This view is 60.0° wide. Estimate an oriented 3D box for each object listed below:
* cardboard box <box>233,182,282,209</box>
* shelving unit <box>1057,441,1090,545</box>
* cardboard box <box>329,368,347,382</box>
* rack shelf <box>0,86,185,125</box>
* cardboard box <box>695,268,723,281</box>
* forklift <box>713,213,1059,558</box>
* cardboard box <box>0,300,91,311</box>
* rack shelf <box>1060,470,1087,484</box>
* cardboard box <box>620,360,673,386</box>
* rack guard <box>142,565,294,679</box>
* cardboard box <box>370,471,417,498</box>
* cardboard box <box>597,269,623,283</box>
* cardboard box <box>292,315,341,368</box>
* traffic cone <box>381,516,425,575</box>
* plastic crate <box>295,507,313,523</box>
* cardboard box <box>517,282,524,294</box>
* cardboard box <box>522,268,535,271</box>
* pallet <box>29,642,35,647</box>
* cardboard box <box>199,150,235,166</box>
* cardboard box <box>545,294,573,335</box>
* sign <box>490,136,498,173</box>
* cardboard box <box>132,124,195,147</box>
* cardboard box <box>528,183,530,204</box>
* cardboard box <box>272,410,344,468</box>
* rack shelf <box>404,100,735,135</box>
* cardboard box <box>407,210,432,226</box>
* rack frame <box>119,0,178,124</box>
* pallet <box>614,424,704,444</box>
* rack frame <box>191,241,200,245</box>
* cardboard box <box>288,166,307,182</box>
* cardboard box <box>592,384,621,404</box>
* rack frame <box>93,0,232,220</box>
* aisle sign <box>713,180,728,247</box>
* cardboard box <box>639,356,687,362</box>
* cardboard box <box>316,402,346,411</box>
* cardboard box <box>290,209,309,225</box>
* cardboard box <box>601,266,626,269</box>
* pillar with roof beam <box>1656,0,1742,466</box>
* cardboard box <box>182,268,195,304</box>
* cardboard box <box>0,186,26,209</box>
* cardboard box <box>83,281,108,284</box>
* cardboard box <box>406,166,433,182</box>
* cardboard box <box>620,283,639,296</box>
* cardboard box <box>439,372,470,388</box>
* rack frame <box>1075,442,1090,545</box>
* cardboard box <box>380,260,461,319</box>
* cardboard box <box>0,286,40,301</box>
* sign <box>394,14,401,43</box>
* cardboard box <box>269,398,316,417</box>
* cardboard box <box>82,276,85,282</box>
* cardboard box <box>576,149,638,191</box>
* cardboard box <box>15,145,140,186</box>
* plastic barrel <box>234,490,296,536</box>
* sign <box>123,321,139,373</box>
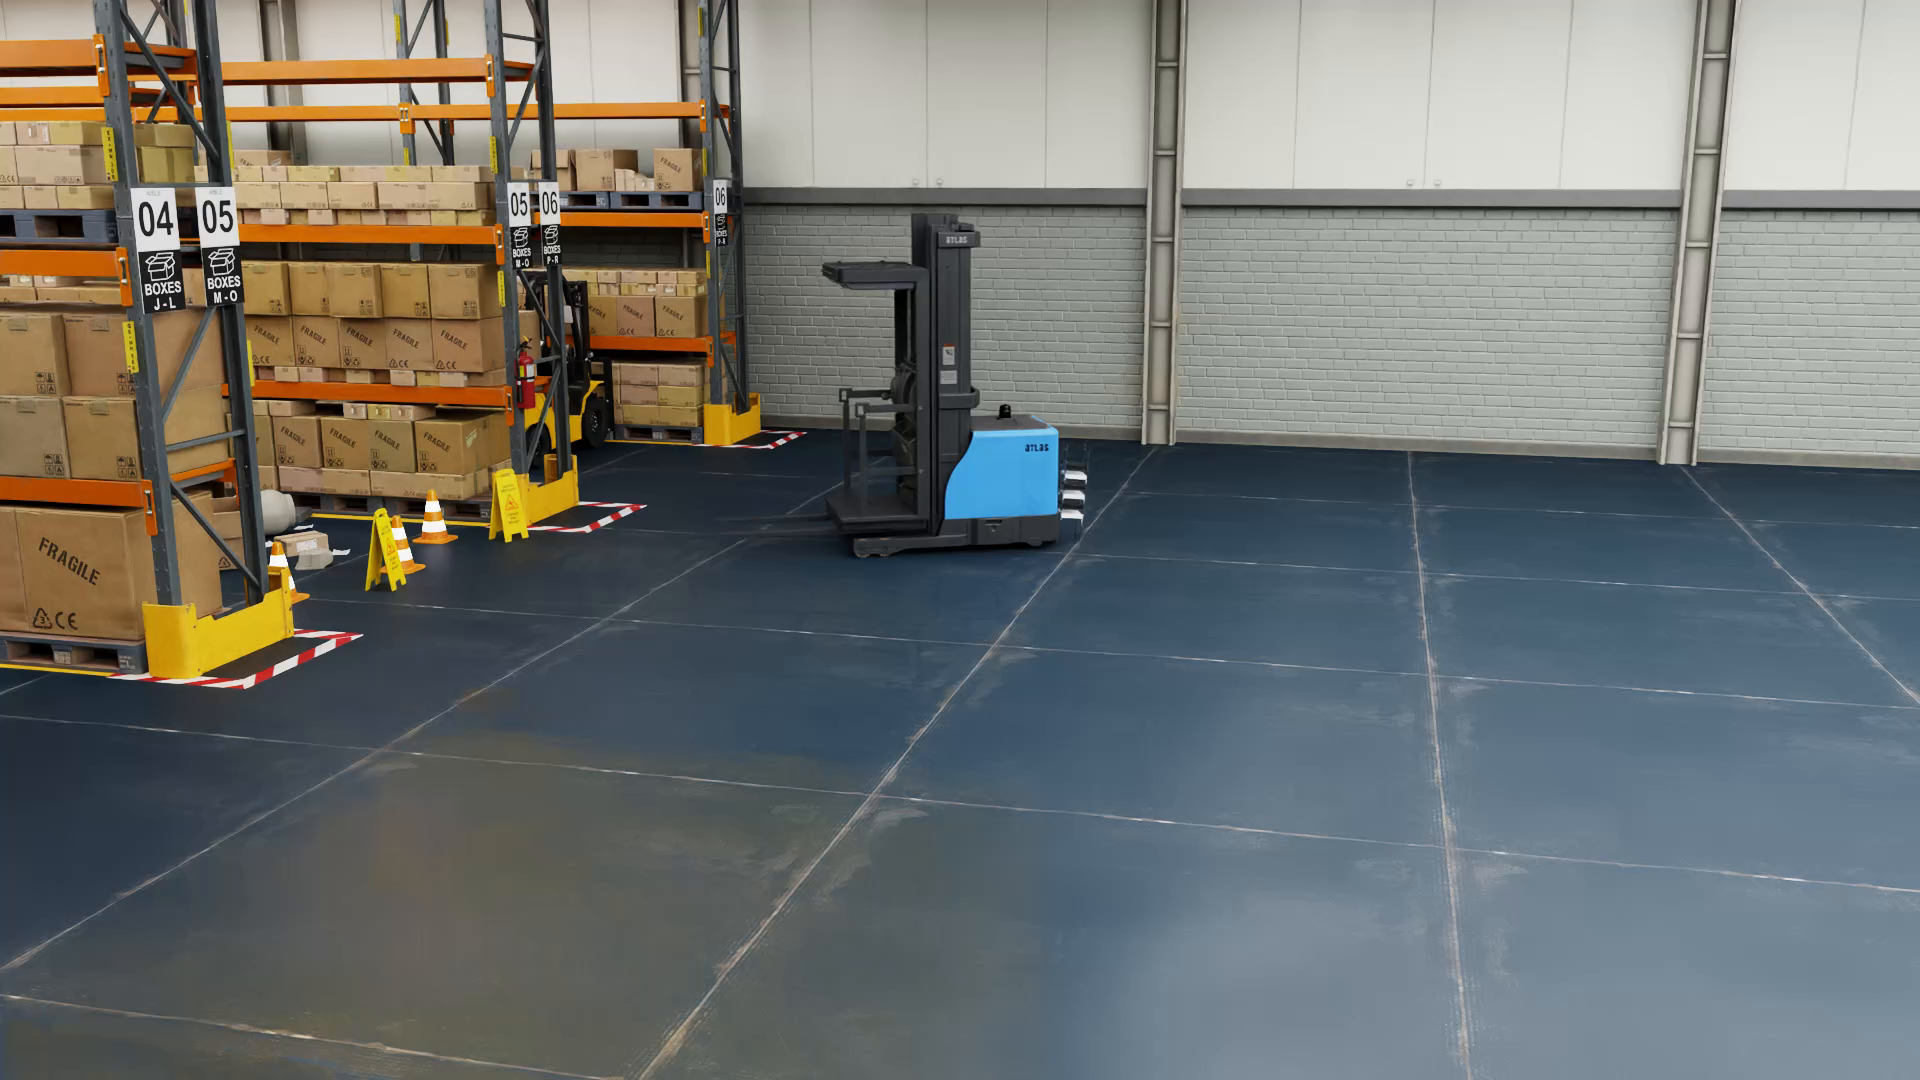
[{"bbox_3d":[-6.616,-3.324,16.024,0.500,0.250,0.500,3,13,14],"label":"cardboard box"},{"bbox_3d":[1.009,-0.429,15.057,0.210,0.900,0.258,3,12,-9],"label":"shelving unit"},{"bbox_3d":[-5.974,-1.649,16.321,0.250,0.149,0.380,3,13,14],"label":"cardboard box"},{"bbox_3d":[-9.905,-4.407,16.908,4.000,0.370,1.077,3,13,14],"label":"rack shelf"},{"bbox_3d":[-3.169,-3.331,20.906,0.250,0.149,0.380,3,13,12],"label":"cardboard box"},{"bbox_3d":[-0.683,-1.399,14.773,3.031,2.935,1.130,-3,13,-12],"label":"forklift"},{"bbox_3d":[-6.586,-1.362,11.609,0.550,0.550,0.875,3,13,14],"label":"cardboard box"},{"bbox_3d":[1.022,-0.572,15.027,0.200,0.077,0.258,3,12,-9],"label":"rack shelf"},{"bbox_3d":[-3.913,-2.092,20.808,0.500,0.250,0.500,3,13,15],"label":"cardboard box"},{"bbox_3d":[-5.145,0.554,11.583,0.348,0.500,1.175,3,13,14],"label":"rack guard"},{"bbox_3d":[-5.430,-0.590,16.348,0.500,0.250,0.500,3,13,14],"label":"cardboard box"},{"bbox_3d":[-4.303,-3.276,20.657,0.250,0.149,0.380,3,13,15],"label":"cardboard box"},{"bbox_3d":[-6.131,-1.962,16.234,0.500,0.500,0.500,3,13,14],"label":"cardboard box"},{"bbox_3d":[-4.742,0.025,14.054,0.334,0.463,0.336,3,13,14],"label":"traffic cone"},{"bbox_3d":[-6.636,-0.242,16.140,0.583,0.080,0.402,-1,13,-6],"label":"plastic crate"},{"bbox_3d":[-5.544,-3.196,20.985,0.250,0.149,0.380,3,13,13],"label":"cardboard box"},{"bbox_3d":[-5.530,-3.348,20.986,0.250,0.149,0.380,3,13,13],"label":"cardboard box"},{"bbox_3d":[-7.144,0.605,12.020,1.213,0.211,1.003,3,13,14],"label":"pallet"},{"bbox_3d":[-9.503,-4.846,21.794,0.500,0.500,0.700,3,13,12],"label":"cardboard box"},{"bbox_3d":[-4.925,-2.856,20.951,0.500,0.500,0.500,3,13,14],"label":"cardboard box"},{"bbox_3d":[-4.233,-3.495,15.091,0.005,0.325,0.100,3,13,14],"label":"sign"},{"bbox_3d":[-5.416,-2.737,11.257,0.250,0.149,0.380,3,13,14],"label":"cardboard box"},{"bbox_3d":[-4.504,-3.332,16.062,0.500,0.250,0.500,3,13,13],"label":"cardboard box"},{"bbox_3d":[-6.430,-1.010,16.509,0.500,0.500,0.500,4,13,16],"label":"cardboard box"},{"bbox_3d":[-4.836,-5.244,20.678,4.000,0.370,1.077,3,13,14],"label":"rack shelf"},{"bbox_3d":[-4.993,-3.042,15.675,0.250,0.149,0.380,3,13,15],"label":"cardboard box"},{"bbox_3d":[-10.661,-6.102,21.960,0.127,3.000,1.000,3,13,14],"label":"rack frame"},{"bbox_3d":[-3.647,-1.427,21.180,1.213,0.211,1.003,3,13,14],"label":"pallet"},{"bbox_3d":[-7.964,-1.921,16.968,0.127,3.000,1.000,3,13,14],"label":"rack frame"},{"bbox_3d":[-6.207,-3.504,15.916,0.250,0.149,0.380,3,13,15],"label":"cardboard box"},{"bbox_3d":[-4.433,-1.875,20.982,0.500,0.250,0.500,3,13,12],"label":"cardboard box"},{"bbox_3d":[-5.168,-3.596,10.668,0.127,3.000,1.000,3,13,14],"label":"rack frame"},{"bbox_3d":[-2.901,-3.962,20.163,0.004,0.787,0.394,3,13,14],"label":"aisle sign"},{"bbox_3d":[-3.802,-2.198,21.288,0.500,0.250,0.500,3,13,14],"label":"cardboard box"},{"bbox_3d":[-6.335,-1.124,17.020,0.500,0.500,0.500,4,13,17],"label":"cardboard box"},{"bbox_3d":[-6.220,-3.115,16.003,0.250,0.149,0.380,3,13,14],"label":"cardboard box"},{"bbox_3d":[-4.405,-3.421,21.312,0.250,0.149,0.380,3,13,12],"label":"cardboard box"},{"bbox_3d":[7.265,-4.384,14.218,0.400,9.000,9.100,3,13,14],"label":"pillar with roof beam"},{"bbox_3d":[-7.588,-2.535,16.509,0.500,0.500,0.700,3,13,13],"label":"cardboard box"},{"bbox_3d":[-6.066,-2.236,10.839,0.250,0.149,0.380,3,13,14],"label":"cardboard box"},{"bbox_3d":[-9.313,-2.459,17.507,0.500,0.500,0.500,3,13,13],"label":"cardboard box"},{"bbox_3d":[-4.972,-3.431,15.587,0.250,0.149,0.380,3,13,13],"label":"cardboard box"},{"bbox_3d":[-4.029,-3.131,20.692,0.250,0.149,0.380,3,13,13],"label":"cardboard box"},{"bbox_3d":[-4.767,-1.555,15.899,0.250,0.149,0.380,3,13,13],"label":"cardboard box"},{"bbox_3d":[1.110,-0.424,15.072,0.006,0.900,0.240,3,12,-9],"label":"rack frame"},{"bbox_3d":[-5.118,-2.404,15.920,0.500,0.500,0.700,3,13,14],"label":"cardboard box"},{"bbox_3d":[-9.448,-2.350,17.012,0.500,0.500,0.500,4,13,15],"label":"cardboard box"},{"bbox_3d":[-6.896,-6.274,20.397,0.005,0.325,0.100,3,13,14],"label":"sign"},{"bbox_3d":[-6.587,-1.321,16.411,0.250,0.149,0.380,4,13,17],"label":"cardboard box"},{"bbox_3d":[-9.415,-2.771,17.411,0.250,0.149,0.380,4,13,17],"label":"cardboard box"},{"bbox_3d":[-4.353,-4.571,20.553,0.500,0.500,0.700,3,13,14],"label":"cardboard box"},{"bbox_3d":[-5.710,-2.424,10.770,0.500,0.250,0.500,3,13,14],"label":"cardboard box"},{"bbox_3d":[-6.448,-0.245,15.360,0.512,0.421,0.421,-9,15,-35],"label":"plastic barrel"},{"bbox_3d":[-5.311,-1.235,10.655,0.005,0.325,0.100,3,13,14],"label":"sign"}]
